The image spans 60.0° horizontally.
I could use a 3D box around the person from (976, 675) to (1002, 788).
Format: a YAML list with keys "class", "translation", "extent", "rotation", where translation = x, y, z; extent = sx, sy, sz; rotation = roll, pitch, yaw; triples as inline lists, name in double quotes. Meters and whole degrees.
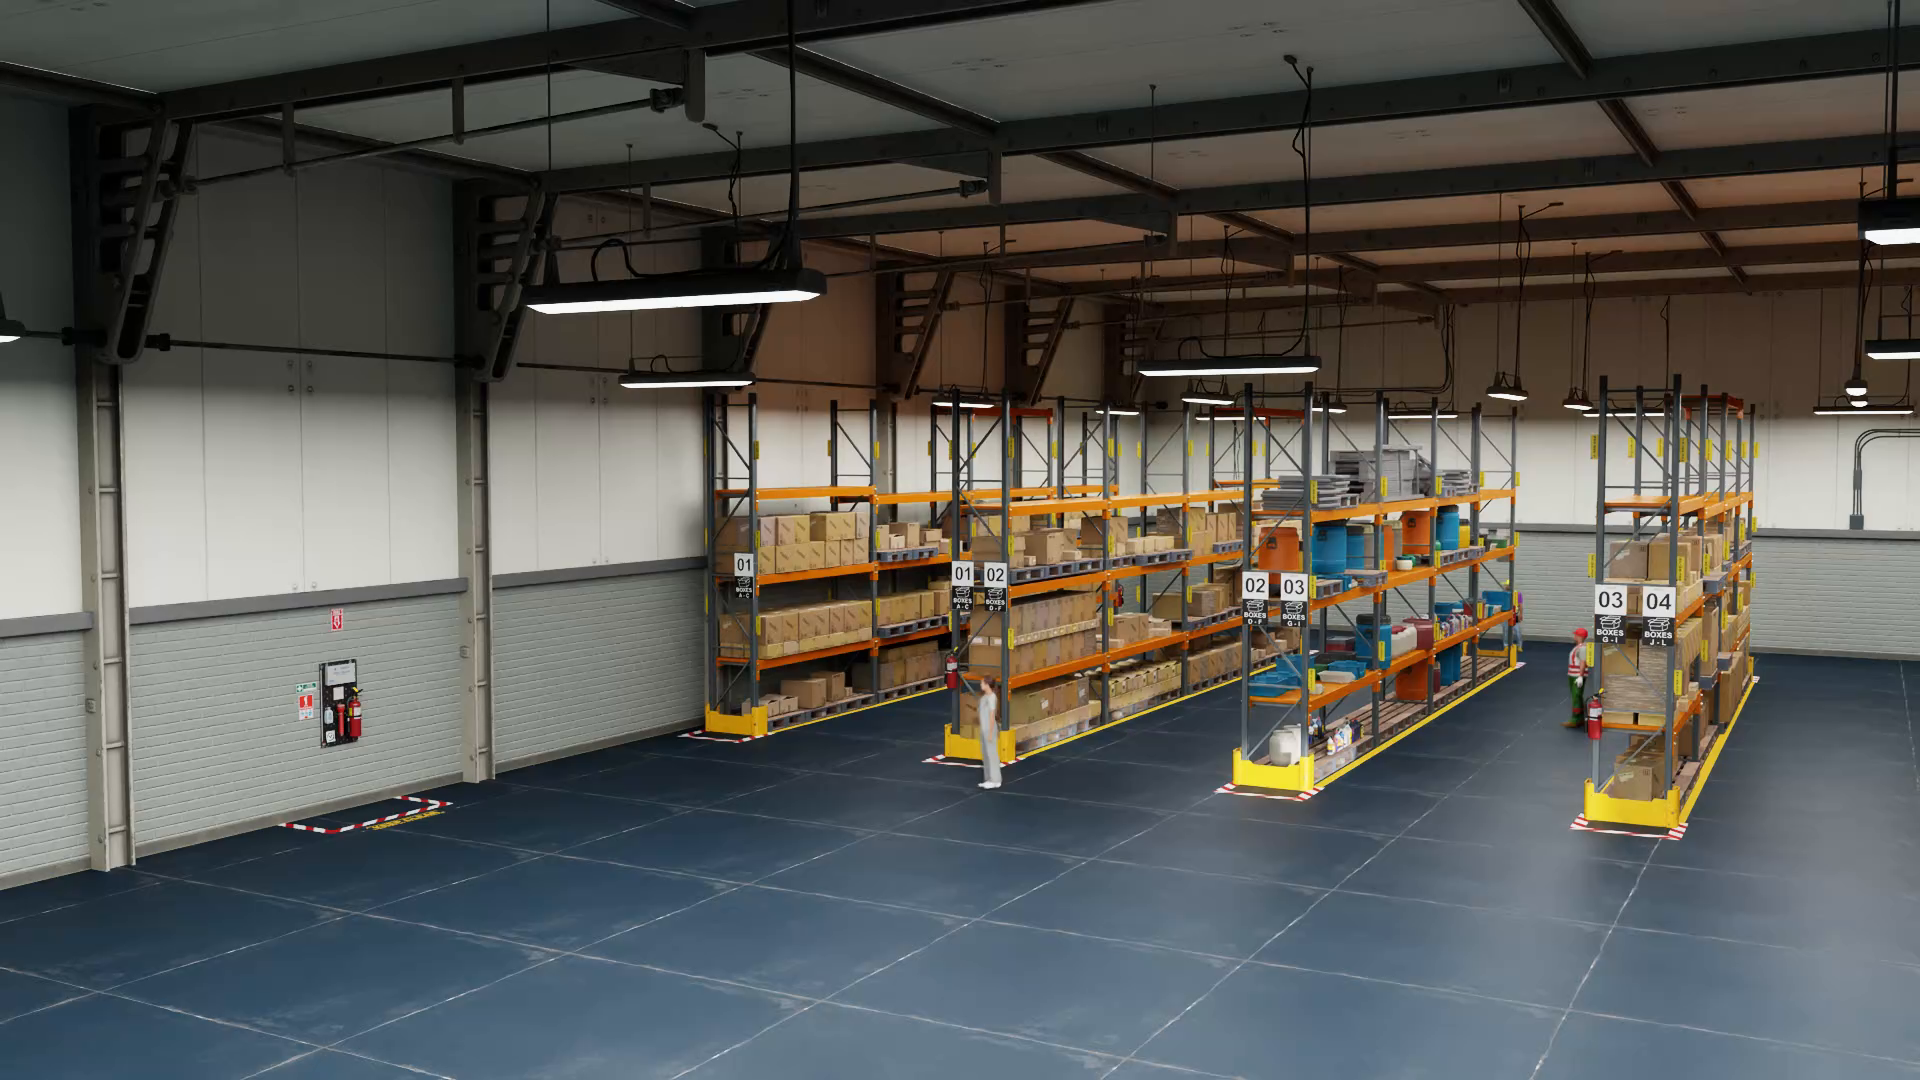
- class: "person"
  translation: [0.425, 2.845, 24.611]
  extent: [0.376, 1.708, 0.546]
  rotation: [-1, 3, -15]

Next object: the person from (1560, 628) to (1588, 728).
- class: "person"
  translation: [11.111, 2.486, 30.120]
  extent: [0.579, 1.789, 0.553]
  rotation: [0, 3, -7]

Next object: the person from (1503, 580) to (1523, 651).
- class: "person"
  translation: [13.775, 1.876, 41.547]
  extent: [0.598, 1.770, 0.458]
  rotation: [1, 3, 26]
